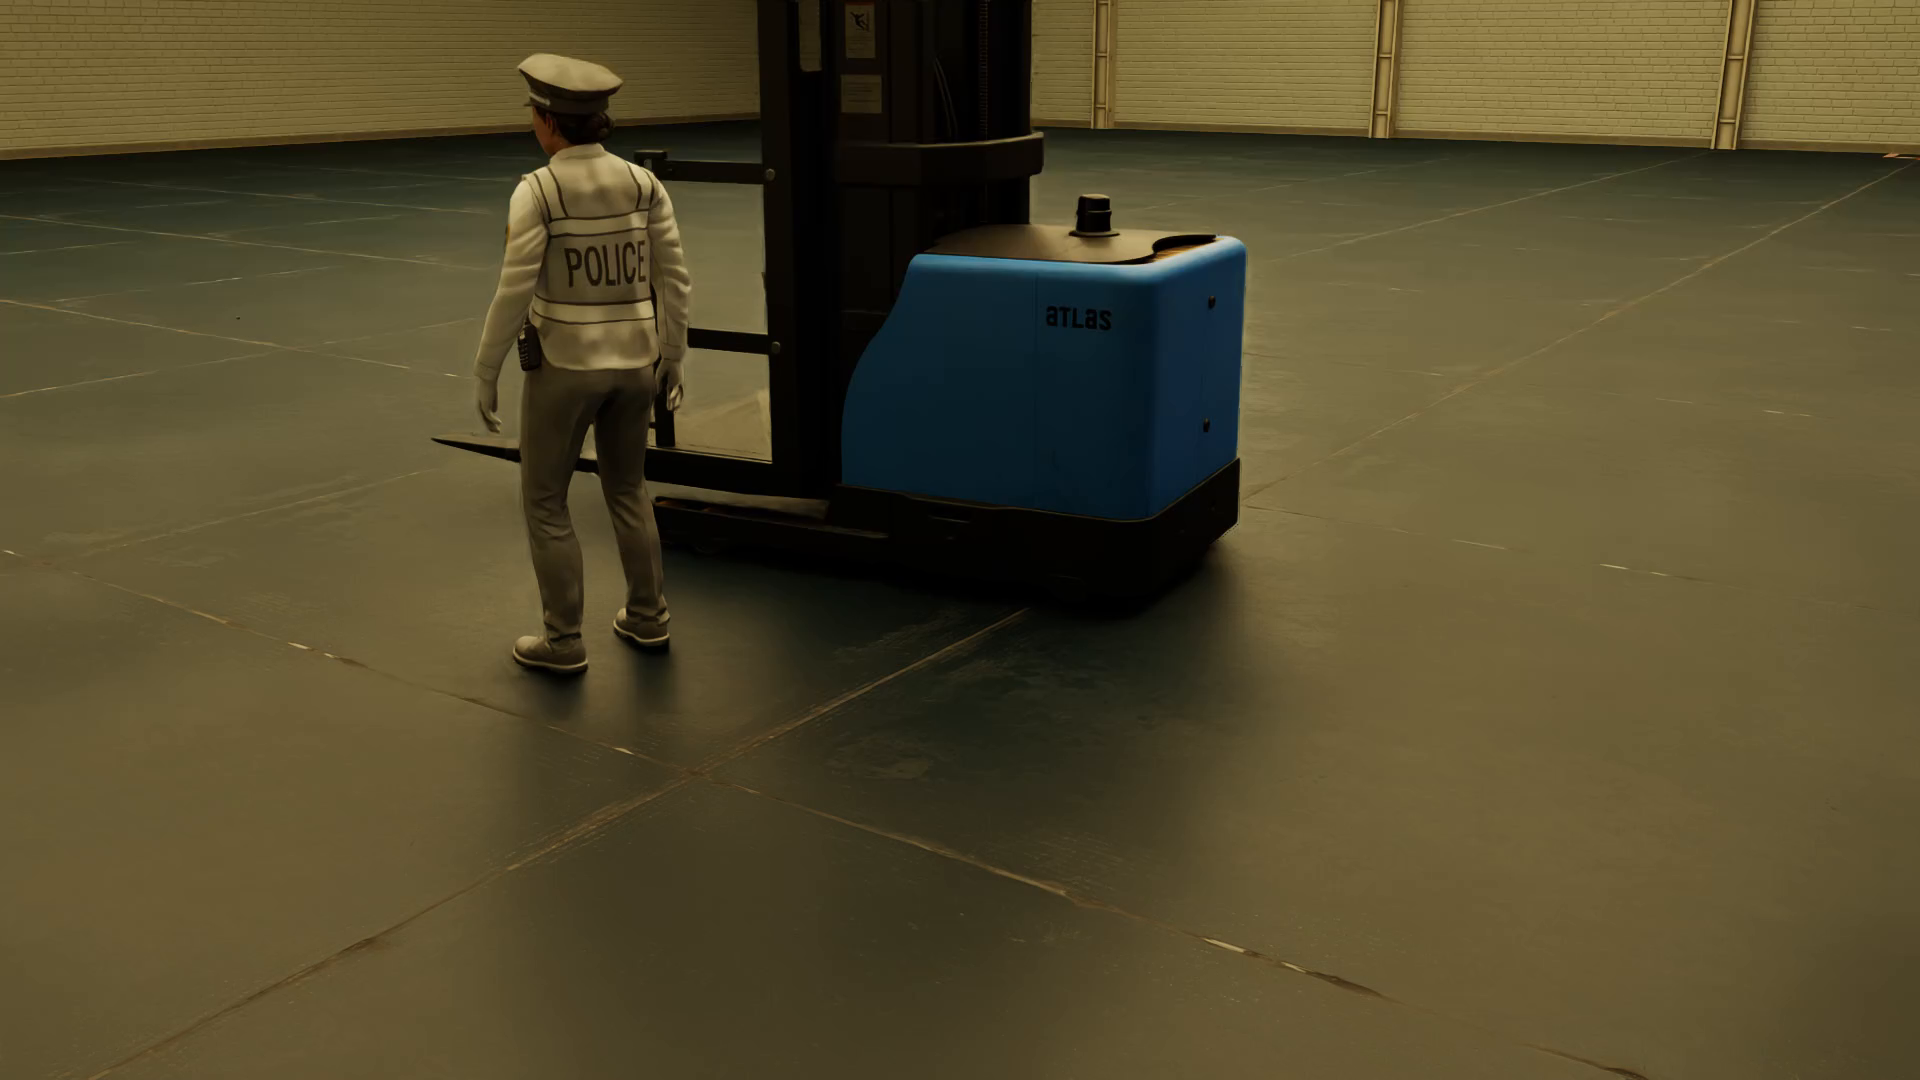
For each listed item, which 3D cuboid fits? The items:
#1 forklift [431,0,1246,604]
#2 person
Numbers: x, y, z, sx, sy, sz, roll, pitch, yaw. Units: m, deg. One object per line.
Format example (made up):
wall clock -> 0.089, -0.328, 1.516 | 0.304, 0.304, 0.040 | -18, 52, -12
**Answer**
forklift -> -0.566, -1.479, 5.780 | 3.031, 2.935, 1.130 | 8, 18, 25
person -> -1.048, -0.469, 4.586 | 0.624, 1.681, 0.403 | -15, 22, -41
